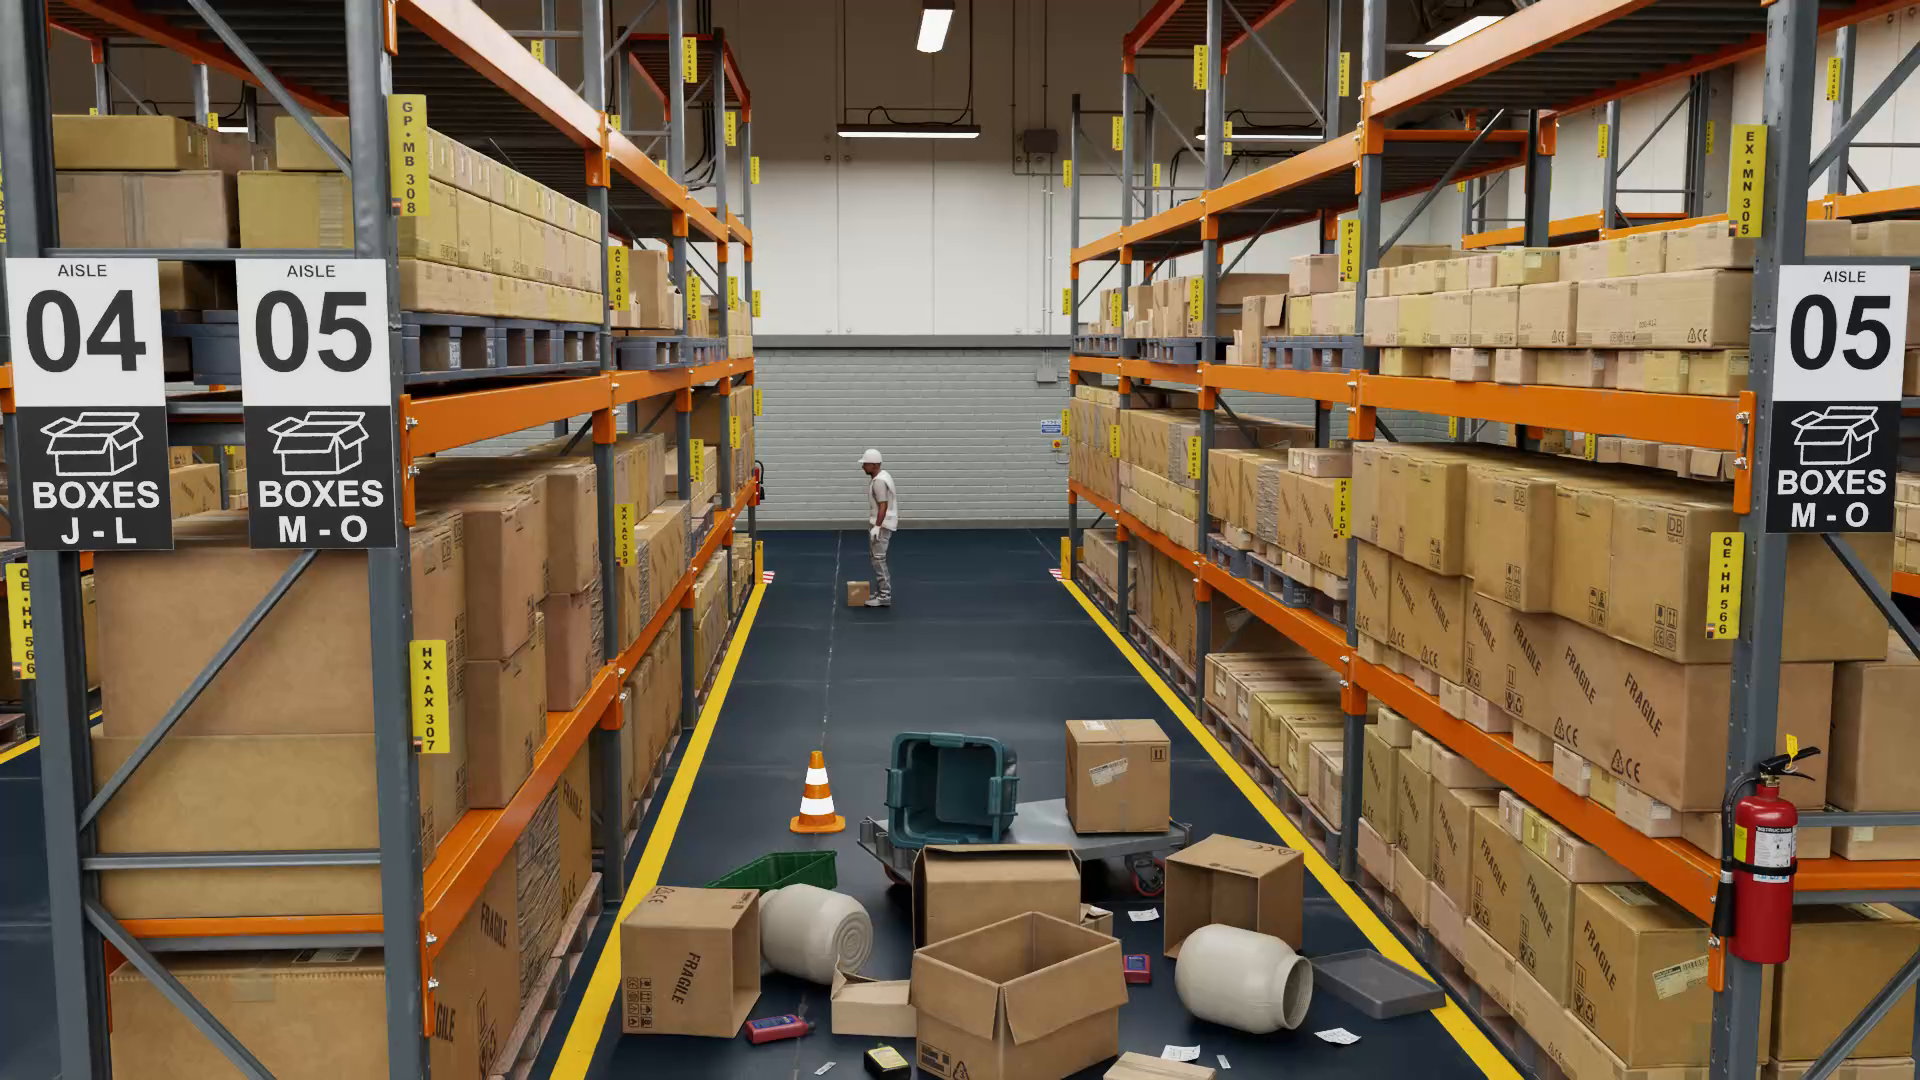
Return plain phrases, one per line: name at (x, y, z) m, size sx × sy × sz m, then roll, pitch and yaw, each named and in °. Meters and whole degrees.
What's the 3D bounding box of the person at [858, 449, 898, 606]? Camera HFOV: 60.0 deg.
person at (-0.930, -0.145, 18.914) m, size 0.446 × 1.774 × 0.617 m, roll 0°, pitch 7°, yaw -3°
